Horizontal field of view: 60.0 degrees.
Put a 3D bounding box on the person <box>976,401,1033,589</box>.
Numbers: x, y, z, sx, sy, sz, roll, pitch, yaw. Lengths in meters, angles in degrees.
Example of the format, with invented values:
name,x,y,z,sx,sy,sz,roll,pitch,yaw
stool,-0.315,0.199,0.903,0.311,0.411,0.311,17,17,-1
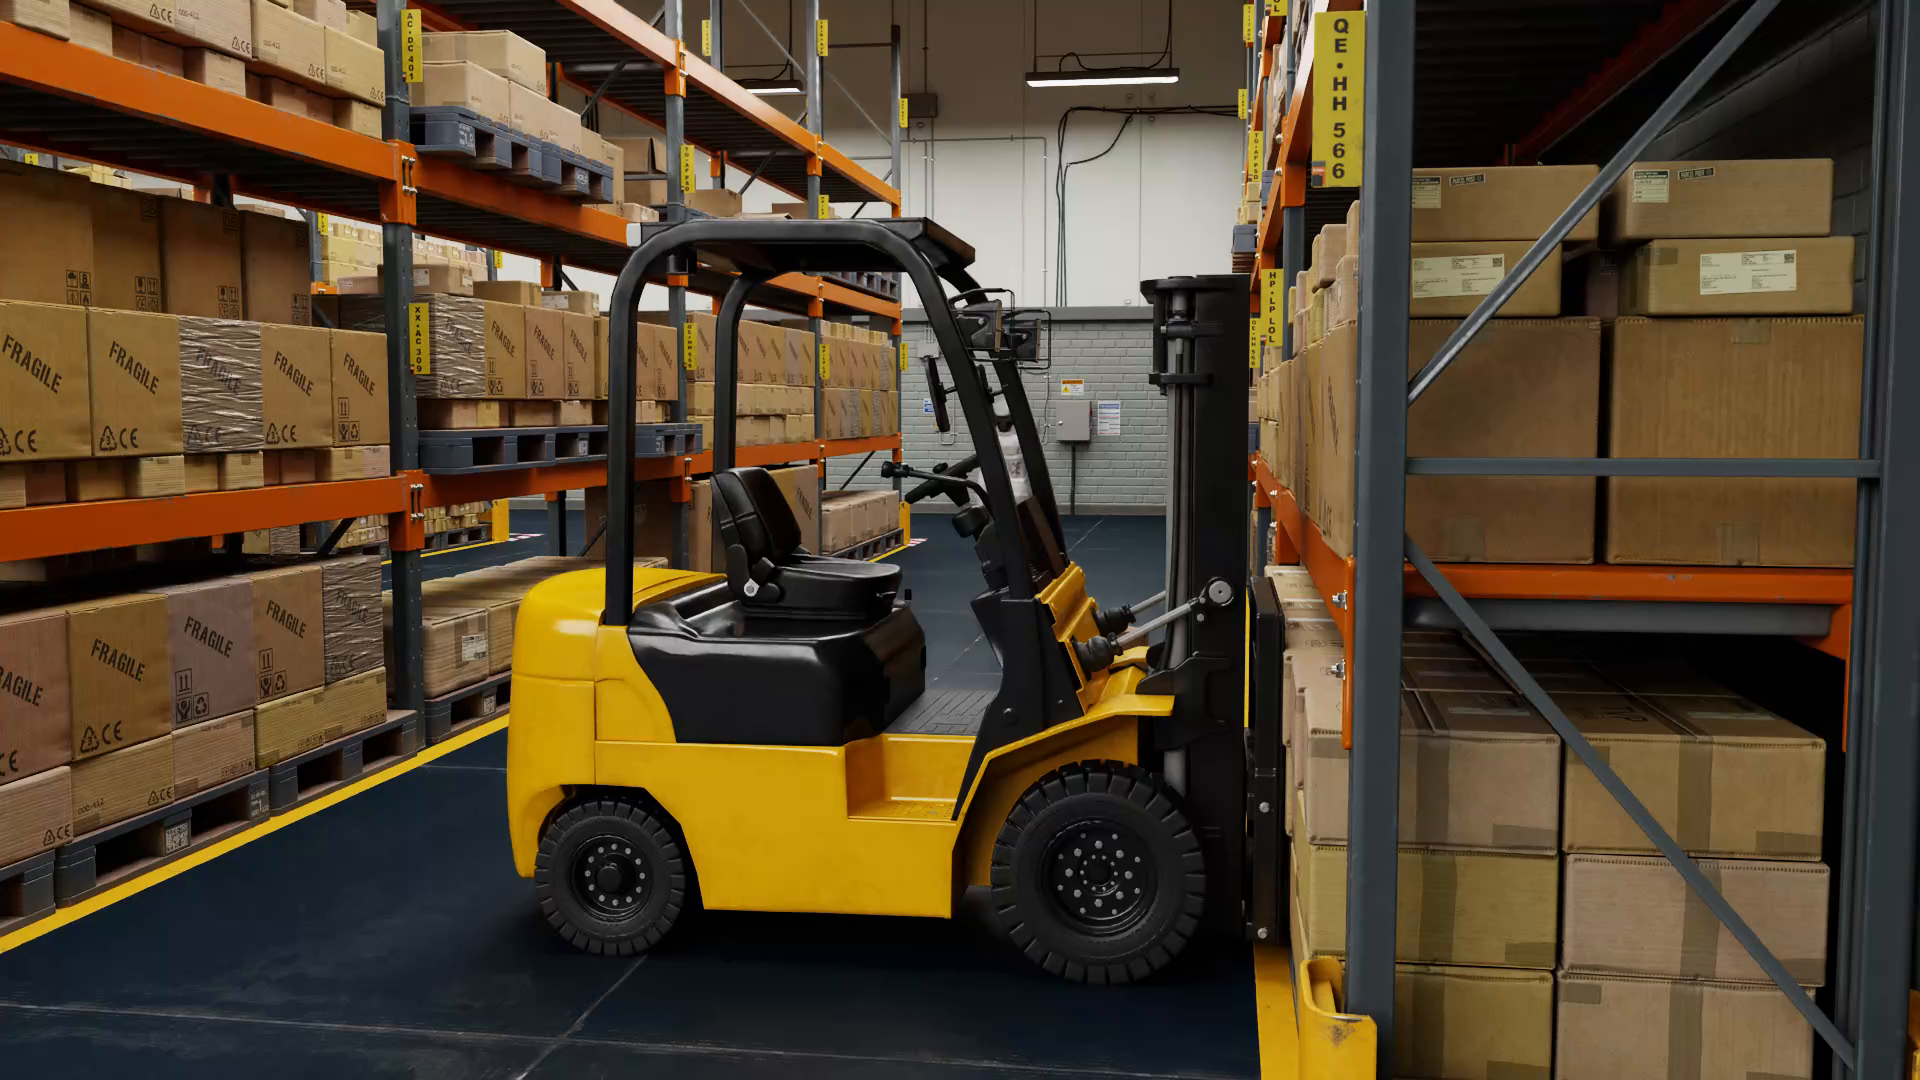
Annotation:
name,x,y,z,sx,sy,sz,roll,pitch,yaw
person,0.389,-0.336,13.843,0.514,1.633,0.994,0,5,1
